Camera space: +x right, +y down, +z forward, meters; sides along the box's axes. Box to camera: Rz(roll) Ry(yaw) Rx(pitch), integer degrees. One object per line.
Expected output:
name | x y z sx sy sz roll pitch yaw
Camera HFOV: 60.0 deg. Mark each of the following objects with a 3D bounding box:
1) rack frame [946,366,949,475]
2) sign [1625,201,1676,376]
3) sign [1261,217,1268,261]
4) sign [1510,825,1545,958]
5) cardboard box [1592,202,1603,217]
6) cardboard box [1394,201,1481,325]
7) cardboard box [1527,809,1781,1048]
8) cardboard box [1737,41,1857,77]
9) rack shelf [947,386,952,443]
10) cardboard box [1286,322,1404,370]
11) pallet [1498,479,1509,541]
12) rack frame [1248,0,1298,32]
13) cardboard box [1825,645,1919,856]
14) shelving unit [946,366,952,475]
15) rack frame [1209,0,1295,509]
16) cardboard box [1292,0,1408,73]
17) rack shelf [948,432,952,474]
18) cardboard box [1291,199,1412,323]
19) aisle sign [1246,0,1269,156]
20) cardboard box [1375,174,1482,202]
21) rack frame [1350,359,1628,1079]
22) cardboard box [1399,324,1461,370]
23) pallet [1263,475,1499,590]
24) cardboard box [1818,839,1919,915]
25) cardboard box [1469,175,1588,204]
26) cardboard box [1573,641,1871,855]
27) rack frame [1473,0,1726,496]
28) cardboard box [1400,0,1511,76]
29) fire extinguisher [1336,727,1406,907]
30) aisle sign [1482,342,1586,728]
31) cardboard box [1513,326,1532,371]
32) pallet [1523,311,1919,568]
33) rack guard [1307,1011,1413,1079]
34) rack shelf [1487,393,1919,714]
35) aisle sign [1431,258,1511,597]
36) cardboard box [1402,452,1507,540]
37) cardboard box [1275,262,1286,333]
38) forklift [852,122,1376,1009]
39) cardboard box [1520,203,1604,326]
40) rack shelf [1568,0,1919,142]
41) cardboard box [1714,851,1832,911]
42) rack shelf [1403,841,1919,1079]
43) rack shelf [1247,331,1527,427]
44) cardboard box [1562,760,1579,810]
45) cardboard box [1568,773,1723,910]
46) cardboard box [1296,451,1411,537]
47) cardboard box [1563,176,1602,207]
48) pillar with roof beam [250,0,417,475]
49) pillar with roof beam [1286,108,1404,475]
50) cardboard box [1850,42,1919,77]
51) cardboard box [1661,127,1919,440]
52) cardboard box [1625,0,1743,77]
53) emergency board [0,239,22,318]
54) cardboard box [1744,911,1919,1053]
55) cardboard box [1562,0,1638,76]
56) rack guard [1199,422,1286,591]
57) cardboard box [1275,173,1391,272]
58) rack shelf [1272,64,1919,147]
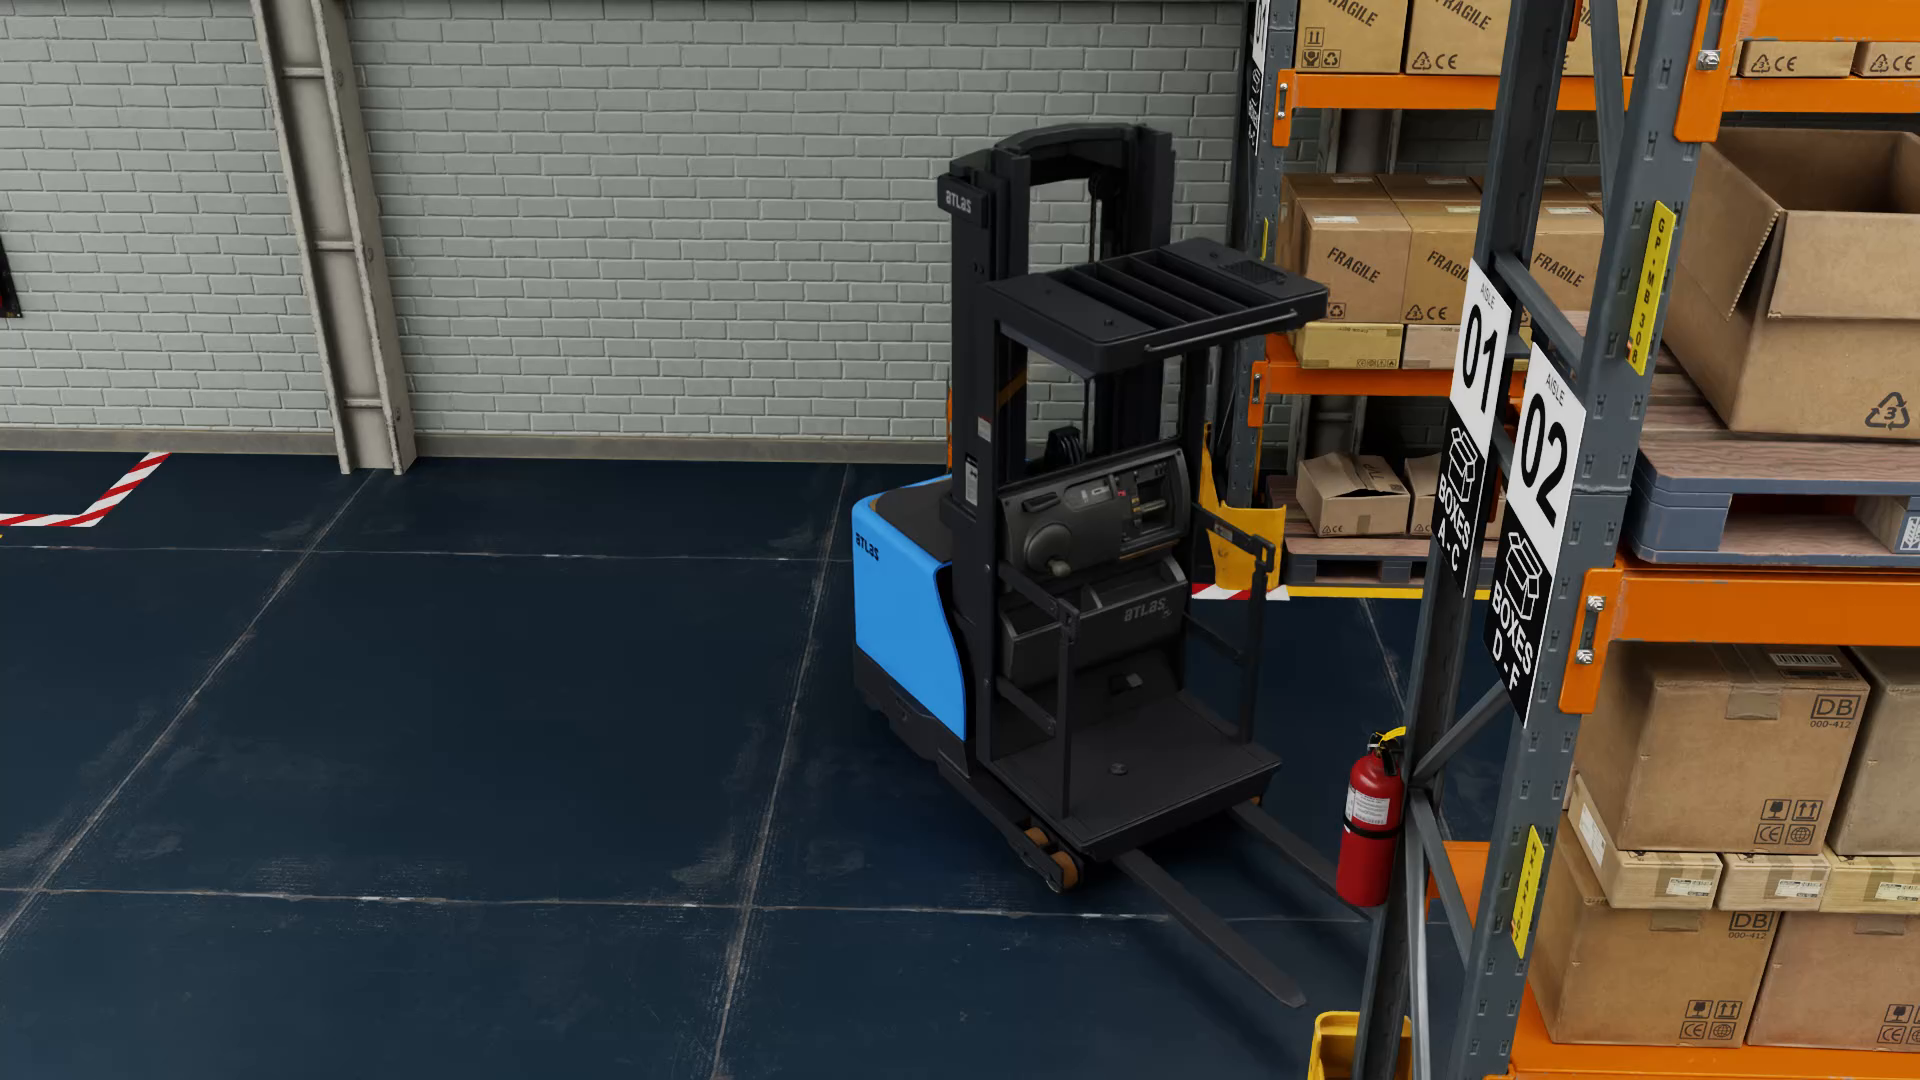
rack frame | -0.068 -0.465 9.506 0.008 1.050 0.200 1 28 2
sign | 1.349 -0.490 3.252 0.005 0.325 0.100 1 28 2
sign | 1.526 -1.451 8.360 0.005 0.325 0.100 1 28 2
sign | 1.349 0.839 3.956 0.005 0.325 0.100 1 28 2
cardboard box | 3.538 -1.420 8.565 0.500 0.500 0.500 2 28 3
cardboard box | 2.505 -1.435 8.592 0.500 0.500 0.500 1 28 2
cardboard box | 1.840 0.966 4.618 0.500 0.500 0.700 1 28 2
cardboard box | 3.969 -2.533 7.995 0.500 0.500 0.500 0 28 0
rack shelf | 0.053 -0.704 9.374 0.240 0.259 0.215 1 28 2
cardboard box | 2.022 -1.108 8.776 0.500 0.250 0.500 0 28 0
pallet | 3.648 -0.037 9.595 1.213 0.211 1.003 1 28 2
rack frame | 1.545 -3.973 7.636 0.127 3.000 1.000 1 28 2
cardboard box | 2.419 0.400 4.301 0.500 0.500 0.700 0 28 0
shelving unit | 0.053 -0.463 9.502 0.252 1.050 0.215 1 28 2
rack frame | 1.545 -1.322 9.042 0.127 3.000 1.000 1 28 2
cardboard box | 1.871 -2.578 8.080 0.500 0.500 0.500 2 28 3
rack shelf | 0.053 -0.454 9.507 0.240 0.259 0.215 1 28 2
cardboard box | 2.012 -1.448 8.616 0.500 0.500 0.500 1 28 2
aisle sign | 1.463 -2.332 8.170 0.004 0.787 0.394 1 28 2
cardboard box | 2.527 -1.675 9.045 0.500 0.500 0.500 1 28 2
rack frame | 1.374 0.997 4.667 0.127 3.000 1.000 1 28 2
cardboard box | 2.541 -1.106 8.773 0.500 0.250 0.500 0 28 0
pallet | 2.432 -0.059 9.636 1.213 0.211 1.003 1 28 2
cardboard box | 2.272 0.781 4.275 0.250 0.149 0.380 1 28 2
cardboard box | 3.043 -1.668 9.033 0.500 0.500 0.500 0 28 0
cardboard box | 1.893 0.394 4.313 0.500 0.500 0.700 1 28 2
rack frame | 1.374 -1.654 3.262 0.127 3.000 1.000 1 28 2
cardboard box | 2.406 -2.552 8.031 0.500 0.500 0.500 3 28 5
fire extinguisher | 1.272 0.811 5.099 0.183 0.674 0.296 1 28 2
aisle sign | 1.298 -0.010 3.790 0.004 0.787 0.394 1 28 2
cardboard box | 3.050 -1.095 8.752 0.500 0.250 0.500 1 28 1
pallet | 2.080 -0.266 3.941 1.213 0.211 1.003 1 28 2
rack guard | 1.350 2.101 5.254 0.348 0.500 1.175 1 28 2
rack shelf | 3.373 0.022 4.071 4.000 0.370 1.077 1 28 2
aisle sign | 1.319 -0.291 4.320 0.004 0.787 0.394 1 28 2
cardboard box | 2.803 -0.266 9.449 0.500 0.311 0.500 3 28 6
cardboard box | 2.019 -1.348 9.229 0.500 0.250 0.500 1 28 3
forklift | 0.690 -0.073 6.759 1.130 2.935 3.031 -17 32 -28
cardboard box | 3.021 -1.423 8.570 0.500 0.500 0.500 0 28 0
rack shelf | 3.373 -1.126 3.462 4.000 0.370 1.077 1 28 2
cardboard box | 2.023 0.776 4.284 0.250 0.149 0.380 0 28 0
rack shelf | 3.373 1.347 4.774 4.000 0.370 1.077 1 28 2
rack shelf | 3.544 -0.971 9.148 4.000 0.370 1.077 1 28 2
cardboard box | 1.763 0.583 4.648 0.250 0.149 0.380 0 28 1
cardboard box | 1.759 0.773 4.290 0.250 0.149 0.380 1 28 1
cardboard box | 2.234 -0.275 9.467 0.500 0.311 0.500 -2 28 -4
cardboard box | 3.547 -1.660 9.017 0.500 0.500 0.500 1 28 2
pillar with roof beam | -3.873 -2.450 4.764 0.400 9.000 9.100 1 28 2
pillar with roof beam | 2.123 -2.351 4.577 0.400 9.000 9.100 1 28 2
cardboard box | 4.524 -2.541 8.011 0.500 0.500 0.500 -1 28 -3
cardboard box | 1.948 -0.610 3.788 0.637 0.503 0.797 3 28 5
cardboard box | 3.461 -2.547 8.021 0.500 0.500 0.500 3 28 5
emergency board | -6.189 -1.873 10.081 0.643 1.169 0.194 1 28 2
cardboard box | 2.365 0.973 4.606 0.500 0.500 0.700 2 28 3
cardboard box | 2.925 -2.546 8.019 0.500 0.500 0.500 2 28 4
rack guard | 1.621 -0.217 9.625 0.348 0.500 1.175 1 28 2
cardboard box | 2.024 -1.688 9.069 0.500 0.500 0.500 1 28 1
rack shelf | 3.544 -2.297 8.445 4.000 0.370 1.077 1 28 2
